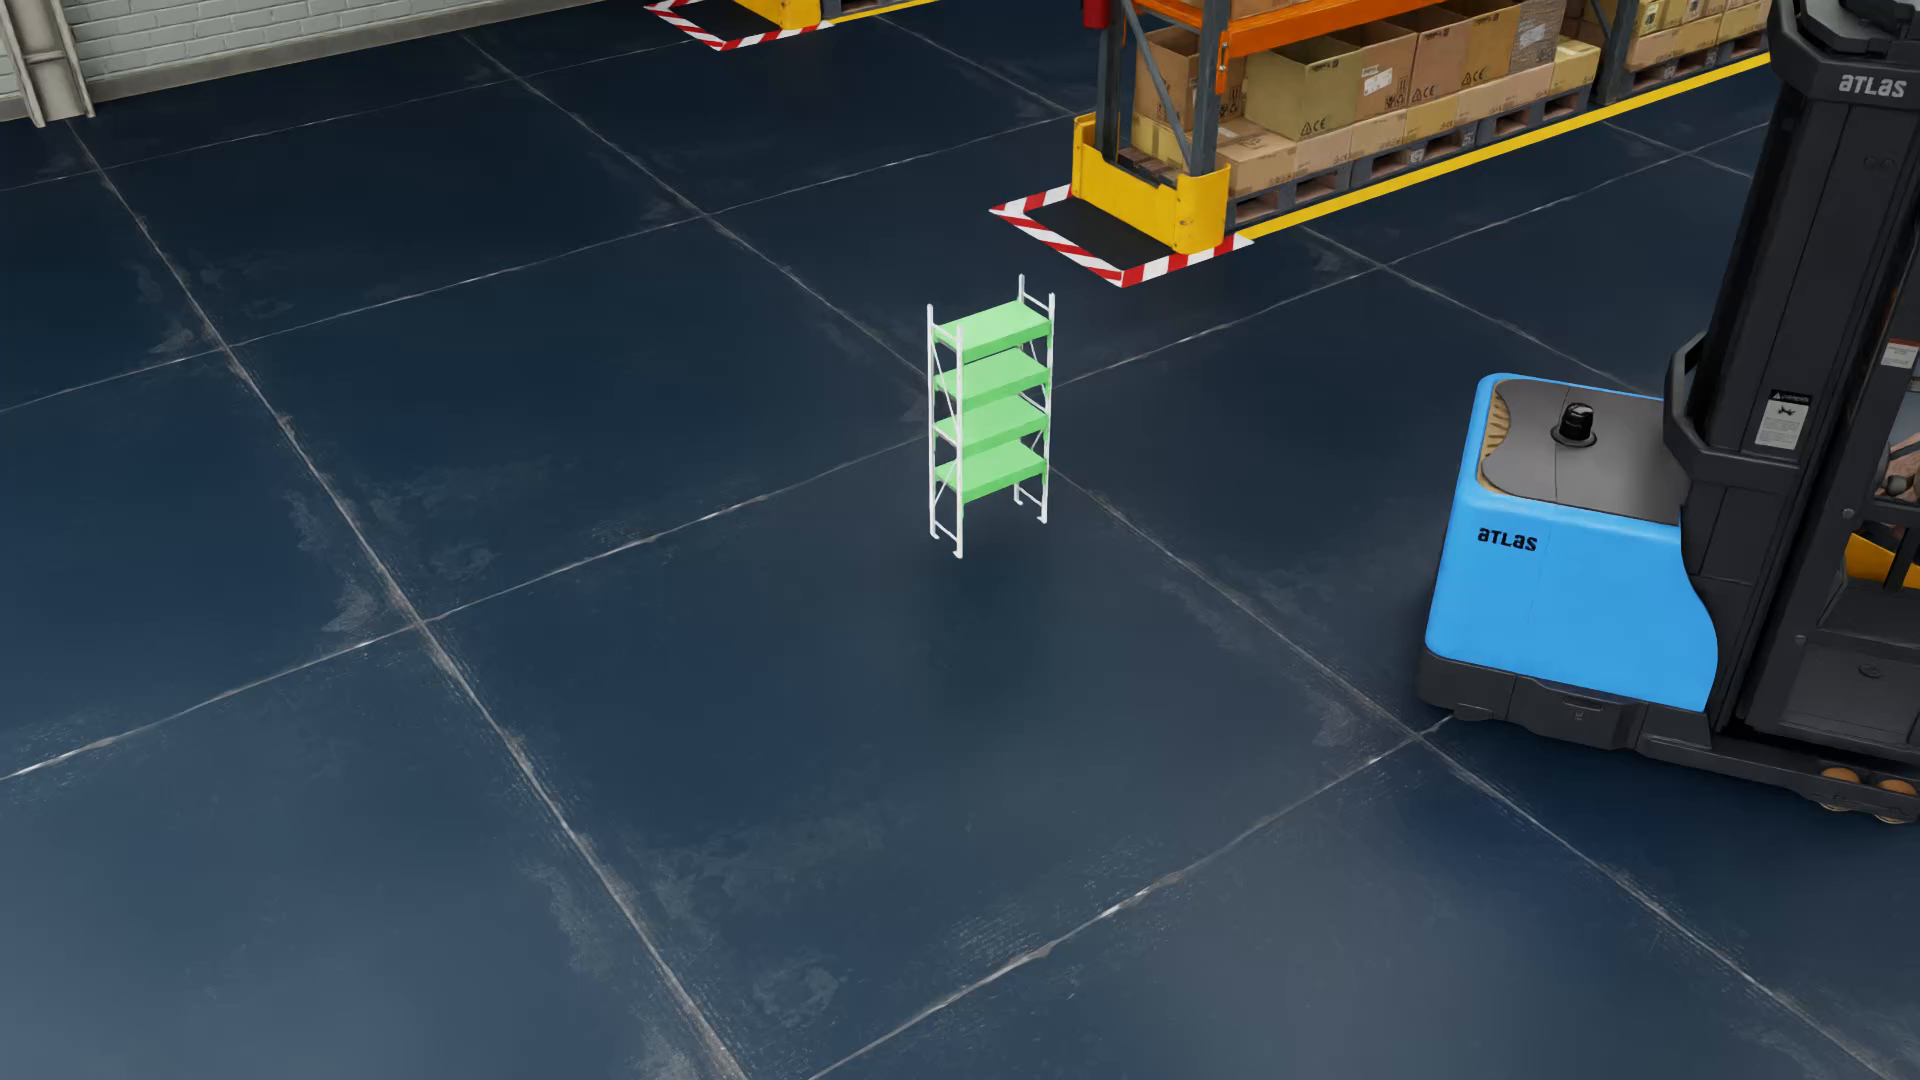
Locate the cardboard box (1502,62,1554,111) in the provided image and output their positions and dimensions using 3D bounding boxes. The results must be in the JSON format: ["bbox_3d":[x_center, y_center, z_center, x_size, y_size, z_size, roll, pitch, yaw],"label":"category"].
[{"bbox_3d":[3.804,-3.269,11.721,0.500,0.250,0.500,-22,41,-28],"label":"cardboard box"}]

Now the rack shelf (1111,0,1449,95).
[{"bbox_3d":[2.837,-3.673,10.905,4.000,0.370,1.077,-22,41,-28],"label":"rack shelf"}]

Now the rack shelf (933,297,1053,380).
[{"bbox_3d":[0.135,-0.881,7.234,0.480,0.148,0.258,-22,41,-28],"label":"rack shelf"}]

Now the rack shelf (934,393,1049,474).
[{"bbox_3d":[0.135,-0.491,7.514,0.480,0.148,0.258,-22,41,-28],"label":"rack shelf"}]

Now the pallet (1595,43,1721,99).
[{"bbox_3d":[5.051,-3.773,12.815,1.213,0.211,1.003,-22,41,-28],"label":"pallet"}]

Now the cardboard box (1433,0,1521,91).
[{"bbox_3d":[3.397,-3.404,11.267,0.500,0.500,0.500,-22,41,-28],"label":"cardboard box"}]

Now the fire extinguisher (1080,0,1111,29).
[{"bbox_3d":[0.838,-3.443,10.035,0.183,0.674,0.296,-22,41,-28],"label":"fire extinguisher"}]

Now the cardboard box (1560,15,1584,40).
[{"bbox_3d":[4.644,-3.970,12.697,0.500,0.250,0.500,-23,42,-28],"label":"cardboard box"}]

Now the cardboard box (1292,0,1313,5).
[{"bbox_3d":[2.017,-3.663,10.189,0.500,0.500,0.700,-21,41,-27],"label":"cardboard box"}]

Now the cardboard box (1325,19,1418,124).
[{"bbox_3d":[2.577,-3.069,10.801,0.500,0.500,0.500,-22,41,-28],"label":"cardboard box"}]

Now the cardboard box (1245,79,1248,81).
[{"bbox_3d":[2.280,-3.011,11.363,0.500,0.250,0.500,-22,41,-28],"label":"cardboard box"}]

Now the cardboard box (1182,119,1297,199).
[{"bbox_3d":[1.769,-2.421,10.543,0.500,0.250,0.500,-22,41,-28],"label":"cardboard box"}]

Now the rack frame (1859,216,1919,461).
[{"bbox_3d":[4.052,-0.927,6.471,0.127,3.000,1.000,-22,41,-28],"label":"rack frame"}]

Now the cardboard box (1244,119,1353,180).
[{"bbox_3d":[2.175,-2.591,10.779,0.500,0.250,0.500,-22,41,-28],"label":"cardboard box"}]

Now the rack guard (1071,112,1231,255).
[{"bbox_3d":[1.182,-2.270,10.478,0.348,0.500,1.175,-22,41,-28],"label":"rack guard"}]

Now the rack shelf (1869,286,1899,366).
[{"bbox_3d":[5.687,-1.308,7.616,4.000,0.370,1.077,-22,41,-28],"label":"rack shelf"}]

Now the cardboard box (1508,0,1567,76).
[{"bbox_3d":[3.803,-3.574,11.503,0.500,0.500,0.500,-22,41,-28],"label":"cardboard box"}]

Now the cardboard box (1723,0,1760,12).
[{"bbox_3d":[5.787,-4.281,12.648,0.500,0.311,0.500,-24,42,-29],"label":"cardboard box"}]

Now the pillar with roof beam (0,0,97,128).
[{"bbox_3d":[-4.005,-4.667,6.532,0.400,9.000,9.100,-22,41,-28],"label":"pillar with roof beam"}]

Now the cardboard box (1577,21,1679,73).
[{"bbox_3d":[4.944,-3.710,12.334,0.500,0.250,0.500,-23,42,-29],"label":"cardboard box"}]

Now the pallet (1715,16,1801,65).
[{"bbox_3d":[6.049,-4.185,13.389,1.213,0.211,1.003,-22,41,-28],"label":"pallet"}]

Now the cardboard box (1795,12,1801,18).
[{"bbox_3d":[6.620,-4.402,13.296,0.500,0.250,0.500,-21,41,-27],"label":"cardboard box"}]

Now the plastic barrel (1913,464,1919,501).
[{"bbox_3d":[4.546,-0.346,7.433,0.421,0.512,0.421,0,36,0],"label":"plastic barrel"}]

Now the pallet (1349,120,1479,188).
[{"bbox_3d":[2.799,-2.846,11.526,1.213,0.211,1.003,-22,41,-28],"label":"pallet"}]

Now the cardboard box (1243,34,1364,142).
[{"bbox_3d":[2.176,-2.895,10.559,0.500,0.500,0.500,-22,41,-28],"label":"cardboard box"}]

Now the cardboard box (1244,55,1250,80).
[{"bbox_3d":[2.278,-3.317,11.146,0.500,0.500,0.500,-22,41,-28],"label":"cardboard box"}]

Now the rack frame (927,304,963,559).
[{"bbox_3d":[-0.064,-0.461,7.363,0.015,1.200,0.240,-22,41,-28],"label":"rack frame"}]

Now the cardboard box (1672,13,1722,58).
[{"bbox_3d":[5.363,-3.881,12.573,0.500,0.250,0.500,-21,41,-27],"label":"cardboard box"}]

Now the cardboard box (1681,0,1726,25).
[{"bbox_3d":[5.365,-4.106,12.405,0.500,0.311,0.500,-23,42,-28],"label":"cardboard box"}]

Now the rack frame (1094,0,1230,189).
[{"bbox_3d":[1.202,-3.293,9.759,0.127,3.000,1.000,-22,41,-28],"label":"rack frame"}]

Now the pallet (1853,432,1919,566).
[{"bbox_3d":[4.755,-0.114,7.728,1.213,0.211,1.003,-22,41,-28],"label":"pallet"}]

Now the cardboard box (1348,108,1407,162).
[{"bbox_3d":[2.584,-2.759,11.013,0.500,0.250,0.500,-22,41,-28],"label":"cardboard box"}]

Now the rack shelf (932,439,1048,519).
[{"bbox_3d":[0.135,-0.296,7.655,0.480,0.148,0.258,-22,41,-28],"label":"rack shelf"}]

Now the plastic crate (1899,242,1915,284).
[{"bbox_3d":[4.289,-1.178,6.947,0.616,0.251,0.499,-22,41,-28],"label":"plastic crate"}]

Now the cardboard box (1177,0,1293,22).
[{"bbox_3d":[1.591,-3.484,9.940,0.500,0.500,0.700,-22,41,-28],"label":"cardboard box"}]

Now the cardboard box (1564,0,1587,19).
[{"bbox_3d":[4.638,-4.193,12.526,0.500,0.311,0.500,-22,41,-28],"label":"cardboard box"}]

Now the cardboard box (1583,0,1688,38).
[{"bbox_3d":[4.953,-3.940,12.174,0.500,0.311,0.500,-22,41,-28],"label":"cardboard box"}]

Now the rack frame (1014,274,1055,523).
[{"bbox_3d":[0.335,-0.625,7.591,0.015,1.200,0.240,-22,41,-28],"label":"rack frame"}]

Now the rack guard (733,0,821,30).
[{"bbox_3d":[-1.593,-4.666,13.810,0.348,0.500,1.175,-22,41,-28],"label":"rack guard"}]

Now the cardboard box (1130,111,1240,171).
[{"bbox_3d":[1.470,-2.668,10.886,0.500,0.250,0.500,-22,41,-28],"label":"cardboard box"}]

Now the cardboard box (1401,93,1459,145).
[{"bbox_3d":[2.996,-2.925,11.243,0.500,0.250,0.500,-22,41,-28],"label":"cardboard box"}]

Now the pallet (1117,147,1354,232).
[{"bbox_3d":[1.803,-2.438,10.959,1.213,0.211,1.003,-22,41,-28],"label":"pallet"}]

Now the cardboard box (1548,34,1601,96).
[{"bbox_3d":[4.218,-3.432,11.948,0.500,0.250,0.500,-22,41,-28],"label":"cardboard box"}]

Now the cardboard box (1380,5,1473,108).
[{"bbox_3d":[2.996,-3.229,11.023,0.500,0.500,0.500,-22,41,-28],"label":"cardboard box"}]

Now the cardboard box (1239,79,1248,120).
[{"bbox_3d":[1.872,-2.842,11.128,0.500,0.250,0.500,-22,41,-28],"label":"cardboard box"}]

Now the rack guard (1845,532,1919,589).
[{"bbox_3d":[4.087,0.039,7.267,0.348,0.500,1.175,-22,41,-28],"label":"rack guard"}]

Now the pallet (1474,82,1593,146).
[{"bbox_3d":[3.797,-3.259,12.100,1.213,0.211,1.003,-22,41,-28],"label":"pallet"}]

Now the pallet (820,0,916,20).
[{"bbox_3d":[-0.908,-4.806,14.251,1.213,0.211,1.003,-22,41,-28],"label":"pallet"}]

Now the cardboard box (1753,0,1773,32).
[{"bbox_3d":[6.201,-4.227,13.054,0.500,0.250,0.500,-22,41,-27],"label":"cardboard box"}]

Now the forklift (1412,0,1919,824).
[{"bbox_3d":[3.417,-0.473,5.898,3.031,2.935,1.130,12,37,16],"label":"forklift"}]

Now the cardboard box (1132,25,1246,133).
[{"bbox_3d":[1.469,-2.974,10.669,0.500,0.500,0.500,-22,41,-28],"label":"cardboard box"}]

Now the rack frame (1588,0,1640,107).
[{"bbox_3d":[4.472,-4.638,11.630,0.127,3.000,1.000,-22,41,-28],"label":"rack frame"}]

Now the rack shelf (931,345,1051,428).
[{"bbox_3d":[0.135,-0.686,7.374,0.480,0.148,0.258,-22,41,-28],"label":"rack shelf"}]

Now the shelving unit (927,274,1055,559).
[{"bbox_3d":[0.135,-0.543,7.477,0.503,1.200,0.258,-22,41,-28],"label":"shelving unit"}]

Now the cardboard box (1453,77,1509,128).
[{"bbox_3d":[3.404,-3.093,11.477,0.500,0.250,0.500,-22,41,-28],"label":"cardboard box"}]

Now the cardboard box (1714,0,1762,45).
[{"bbox_3d":[5.784,-4.057,12.817,0.500,0.250,0.500,-24,42,-29],"label":"cardboard box"}]
